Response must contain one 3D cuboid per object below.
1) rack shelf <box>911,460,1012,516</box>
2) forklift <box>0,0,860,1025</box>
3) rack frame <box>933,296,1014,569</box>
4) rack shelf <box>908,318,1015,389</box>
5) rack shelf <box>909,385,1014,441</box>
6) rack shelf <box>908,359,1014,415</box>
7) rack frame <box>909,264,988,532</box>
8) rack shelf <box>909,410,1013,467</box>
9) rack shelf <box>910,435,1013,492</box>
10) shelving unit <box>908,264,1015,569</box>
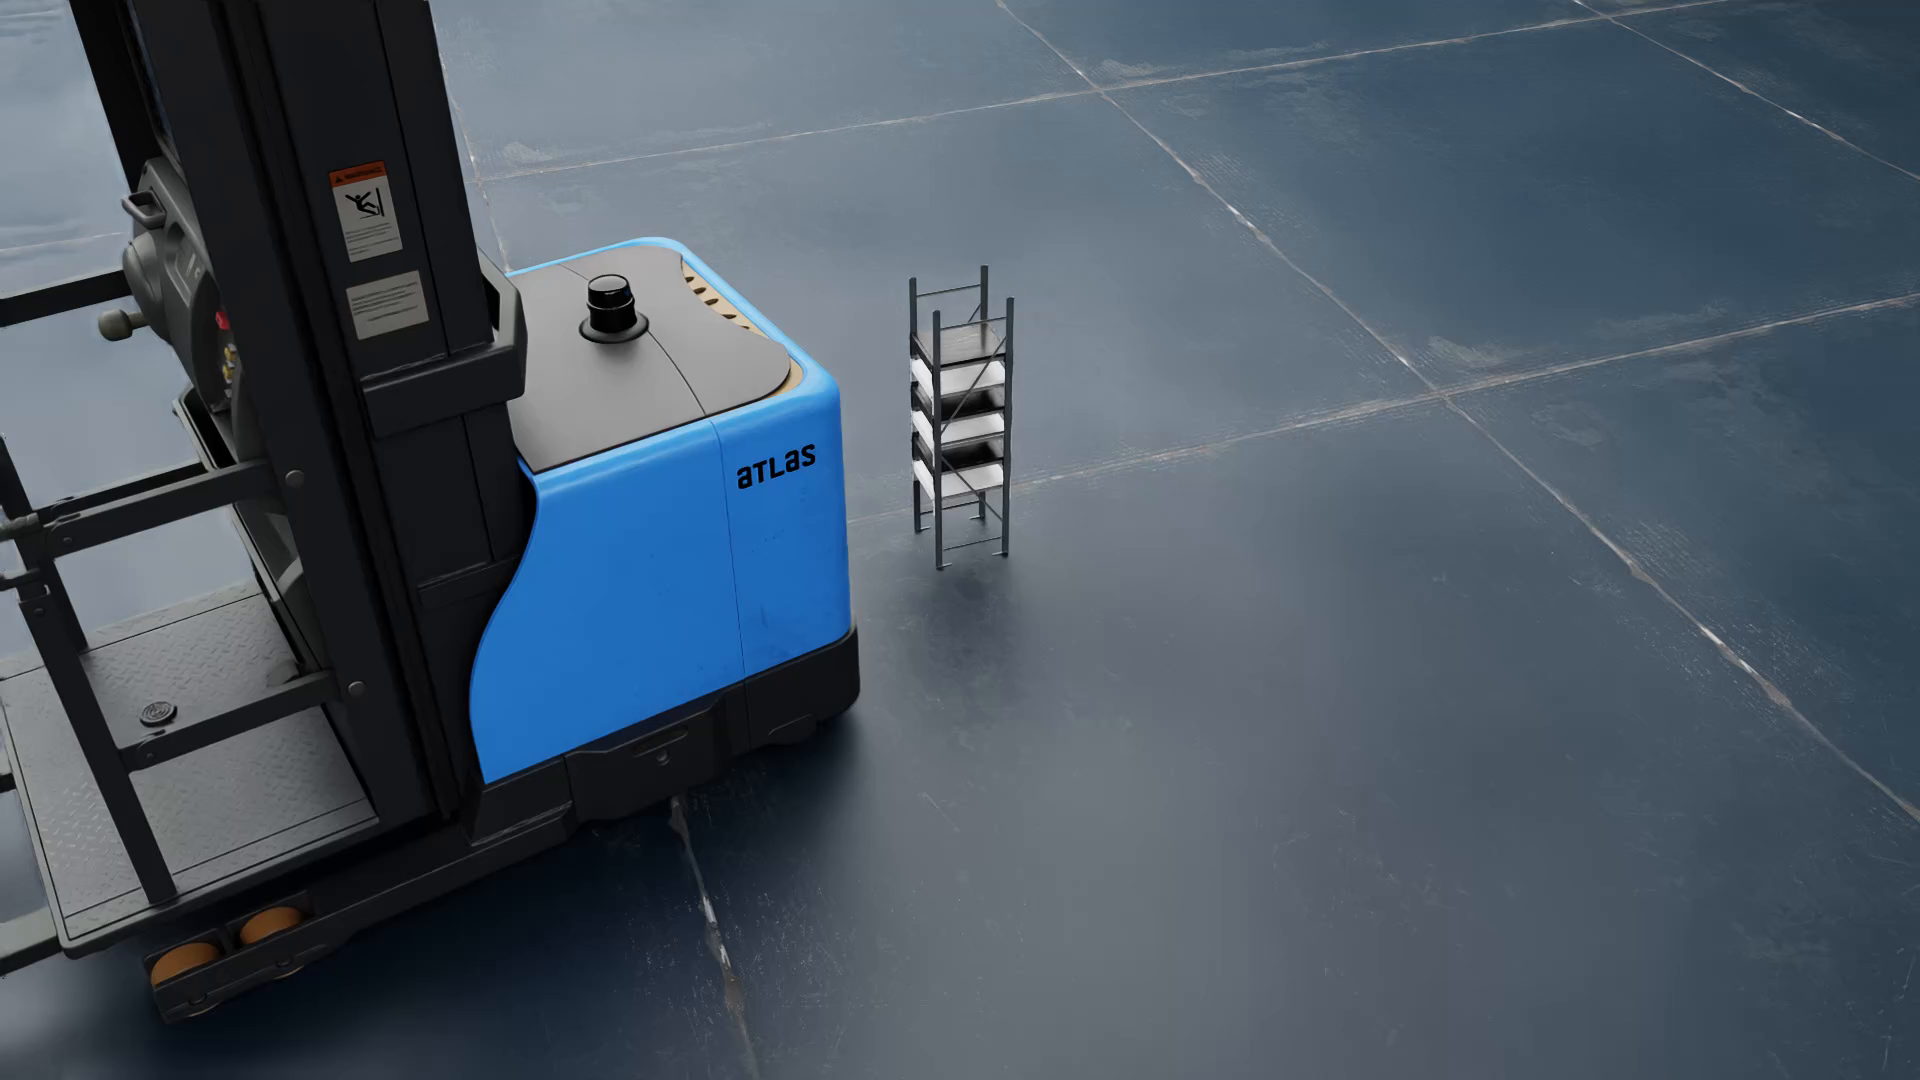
[{"bbox_3d":[0.003,-0.184,5.102,0.258,0.077,0.200,-12,39,-16],"label":"rack shelf"},{"bbox_3d":[-1.789,-0.447,3.408,3.031,2.935,1.130,-21,42,-26],"label":"forklift"},{"bbox_3d":[0.038,-0.297,4.897,0.240,0.900,0.006,-12,39,-16],"label":"rack frame"},{"bbox_3d":[0.003,-0.544,4.831,0.258,0.077,0.200,-12,39,-16],"label":"rack shelf"},{"bbox_3d":[0.003,-0.400,4.939,0.258,0.077,0.200,-12,39,-16],"label":"rack shelf"},{"bbox_3d":[0.003,-0.472,4.885,0.258,0.077,0.200,-12,39,-16],"label":"rack shelf"},{"bbox_3d":[-0.032,-0.412,5.049,0.240,0.900,0.006,-12,39,-16],"label":"rack frame"},{"bbox_3d":[0.003,-0.328,4.993,0.258,0.077,0.200,-12,39,-16],"label":"rack shelf"},{"bbox_3d":[0.003,-0.256,5.047,0.258,0.077,0.200,-12,39,-16],"label":"rack shelf"},{"bbox_3d":[0.003,-0.355,4.973,0.258,0.900,0.210,-12,39,-16],"label":"shelving unit"}]
